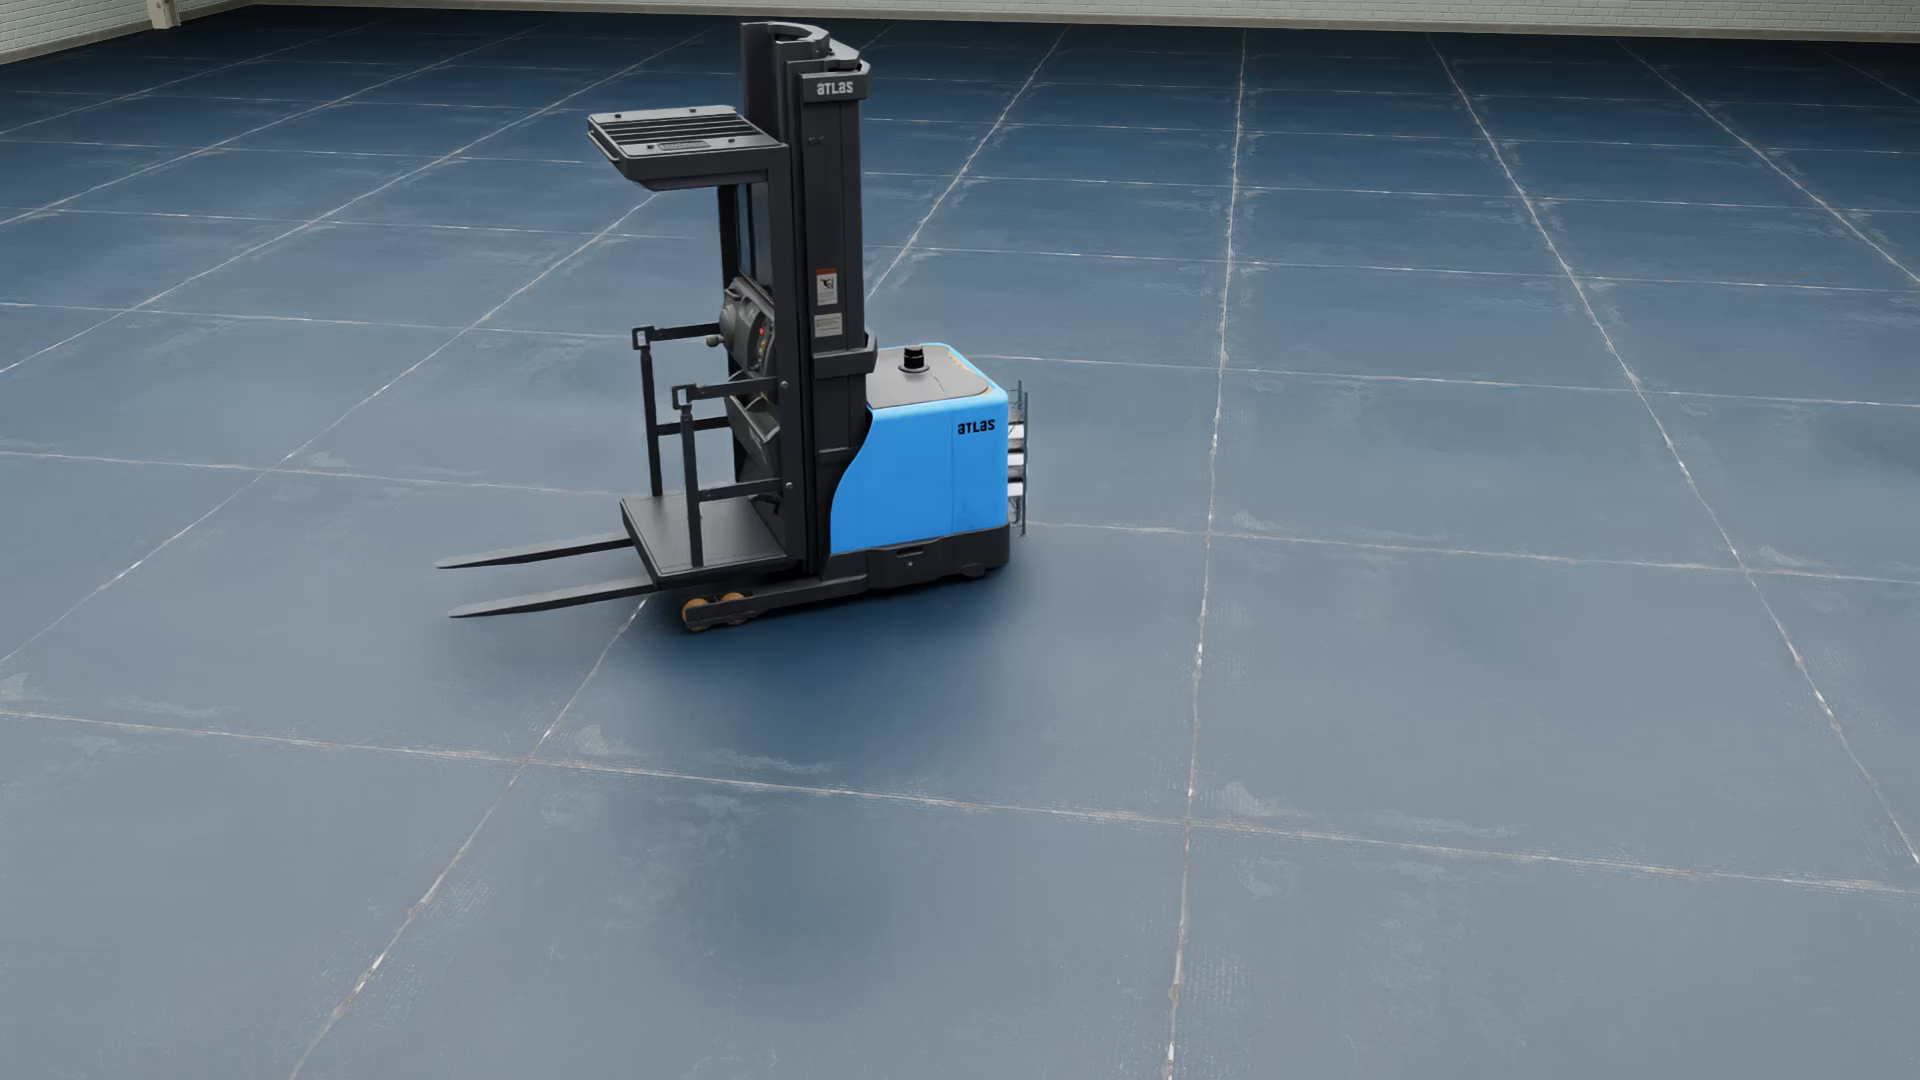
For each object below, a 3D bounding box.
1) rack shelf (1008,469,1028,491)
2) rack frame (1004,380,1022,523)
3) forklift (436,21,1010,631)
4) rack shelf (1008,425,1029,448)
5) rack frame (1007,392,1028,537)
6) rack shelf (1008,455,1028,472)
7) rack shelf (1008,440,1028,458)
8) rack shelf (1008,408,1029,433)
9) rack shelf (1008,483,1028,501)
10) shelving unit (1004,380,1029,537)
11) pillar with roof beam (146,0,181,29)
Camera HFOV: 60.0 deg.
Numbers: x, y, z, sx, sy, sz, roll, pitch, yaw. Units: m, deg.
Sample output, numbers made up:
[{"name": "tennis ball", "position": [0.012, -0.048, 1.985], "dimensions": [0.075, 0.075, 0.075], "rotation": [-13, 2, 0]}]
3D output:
[{"name": "rack shelf", "position": [0.252, -0.355, 9.737], "dimensions": [0.258, 0.077, 0.200], "rotation": [-4, 25, -8]}, {"name": "rack frame", "position": [0.237, -0.510, 9.776], "dimensions": [0.240, 0.900, 0.006], "rotation": [-4, 25, -8]}, {"name": "forklift", "position": [-1.293, -1.103, 8.650], "dimensions": [3.031, 2.935, 1.130], "rotation": [-9, 27, -19]}, {"name": "rack shelf", "position": [0.252, -0.600, 9.623], "dimensions": [0.258, 0.077, 0.200], "rotation": [-4, 25, -8]}, {"name": "rack frame", "position": [0.267, -0.424, 9.594], "dimensions": [0.240, 0.900, 0.006], "rotation": [-4, 25, -8]}, {"name": "rack shelf", "position": [0.252, -0.437, 9.699], "dimensions": [0.258, 0.077, 0.200], "rotation": [-4, 25, -8]}, {"name": "rack shelf", "position": [0.252, -0.518, 9.661], "dimensions": [0.258, 0.077, 0.200], "rotation": [-4, 25, -8]}, {"name": "rack shelf", "position": [0.252, -0.681, 9.585], "dimensions": [0.258, 0.077, 0.200], "rotation": [-4, 25, -8]}, {"name": "rack shelf", "position": [0.252, -0.274, 9.775], "dimensions": [0.258, 0.077, 0.200], "rotation": [-4, 25, -8]}, {"name": "shelving unit", "position": [0.252, -0.467, 9.685], "dimensions": [0.258, 0.900, 0.210], "rotation": [-4, 25, -8]}, {"name": "pillar with roof beam", "position": [-9.410, -12.608, 26.071], "dimensions": [9.100, 9.000, 0.400], "rotation": [4, 25, 9]}]
